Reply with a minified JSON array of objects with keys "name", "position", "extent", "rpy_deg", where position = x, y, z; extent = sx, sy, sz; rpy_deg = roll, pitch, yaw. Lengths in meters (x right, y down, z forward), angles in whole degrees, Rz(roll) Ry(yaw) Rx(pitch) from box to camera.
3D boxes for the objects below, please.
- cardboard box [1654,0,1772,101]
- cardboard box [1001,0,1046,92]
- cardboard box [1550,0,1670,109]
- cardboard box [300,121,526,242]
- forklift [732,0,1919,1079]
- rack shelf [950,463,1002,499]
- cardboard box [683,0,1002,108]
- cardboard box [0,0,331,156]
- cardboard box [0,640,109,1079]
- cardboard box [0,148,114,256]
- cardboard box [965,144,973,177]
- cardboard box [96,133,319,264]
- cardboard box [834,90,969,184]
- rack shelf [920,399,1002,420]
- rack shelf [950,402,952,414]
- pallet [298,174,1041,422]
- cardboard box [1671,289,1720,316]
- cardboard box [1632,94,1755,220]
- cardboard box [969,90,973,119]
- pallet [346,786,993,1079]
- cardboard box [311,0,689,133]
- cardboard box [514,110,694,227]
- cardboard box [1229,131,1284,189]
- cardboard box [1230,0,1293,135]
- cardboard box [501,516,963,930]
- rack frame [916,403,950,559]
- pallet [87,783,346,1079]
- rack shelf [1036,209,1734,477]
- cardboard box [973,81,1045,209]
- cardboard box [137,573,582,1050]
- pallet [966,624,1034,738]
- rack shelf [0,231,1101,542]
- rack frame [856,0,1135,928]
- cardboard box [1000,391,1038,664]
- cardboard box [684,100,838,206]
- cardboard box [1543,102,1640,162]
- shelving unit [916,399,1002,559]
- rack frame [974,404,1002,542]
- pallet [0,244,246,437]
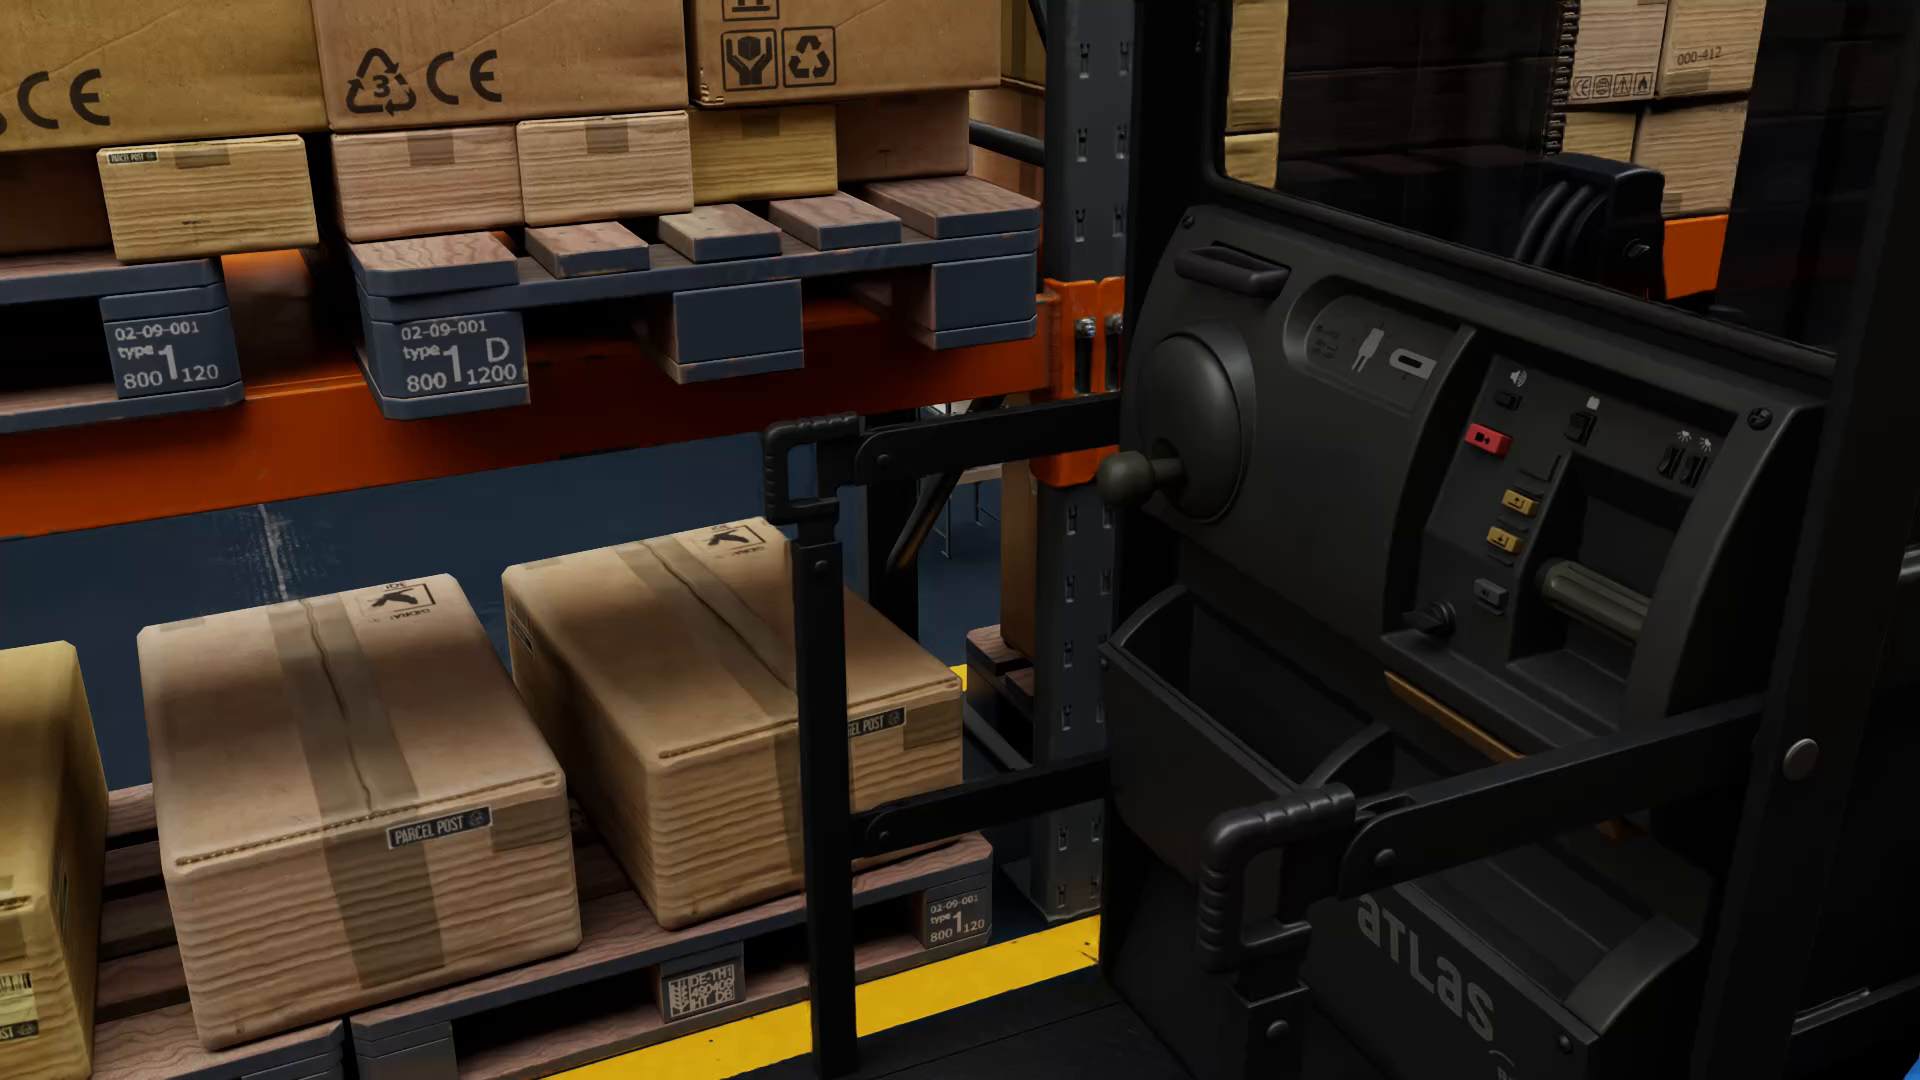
[{"name":"cardboard box","position":[1.505,-1.110,3.552],"extent":[0.500,0.250,0.500],"rpy_deg":[-11,25,-24]},{"name":"cardboard box","position":[0.347,-1.115,3.565],"extent":[0.500,0.250,0.500],"rpy_deg":[-11,25,-24]},{"name":"cardboard box","position":[1.051,-1.032,3.363],"extent":[0.500,0.250,0.500],"rpy_deg":[-10,24,-22]},{"name":"cardboard box","position":[-0.821,-0.563,2.466],"extent":[0.250,0.149,0.380],"rpy_deg":[-12,25,-26]},{"name":"forklift","position":[0.267,-0.116,1.699],"extent":[3.031,2.935,1.130],"rpy_deg":[-10,25,-23]},{"name":"rack shelf","position":[0.007,-0.220,5.163],"extent":[0.200,0.077,0.258],"rpy_deg":[-10,25,-24]},{"name":"cardboard box","position":[-0.268,-0.992,2.656],"extent":[0.500,0.500,0.500],"rpy_deg":[-11,25,-25]},{"name":"cardboard box","position":[-1.184,-0.818,2.237],"extent":[0.500,0.500,0.500],"rpy_deg":[-12,25,-27]},{"name":"cardboard box","position":[-1.840,0.574,2.829],"extent":[0.625,0.372,0.950],"rpy_deg":[-10,24,-22]},{"name":"cardboard box","position":[-1.344,-0.514,2.349],"extent":[0.250,0.149,0.380],"rpy_deg":[-10,25,-23]},{"name":"cardboard box","position":[-0.097,-1.799,8.394],"extent":[0.500,0.500,0.500],"rpy_deg":[-11,25,-25]},{"name":"cardboard box","position":[-1.063,-0.512,2.344],"extent":[0.250,0.149,0.380],"rpy_deg":[-10,24,-23]},{"name":"cardboard box","position":[-0.173,-0.728,2.867],"extent":[0.250,0.149,0.380],"rpy_deg":[-9,24,-22]},{"name":"rack shelf","position":[0.007,-0.386,5.094],"extent":[0.200,0.077,0.258],"rpy_deg":[-10,25,-24]},{"name":"rack shelf","position":[0.007,-0.469,5.059],"extent":[0.200,0.077,0.258],"rpy_deg":[-10,25,-24]},{"name":"pallet","position":[-0.575,-0.542,2.889],"extent":[1.003,0.211,1.213],"rpy_deg":[-10,25,-24]},{"name":"cardboard box","position":[1.485,-0.230,4.114],"extent":[0.875,0.875,0.875],"rpy_deg":[-10,25,-23]},{"name":"cardboard box","position":[1.501,-0.887,3.667],"extent":[0.500,0.250,0.500],"rpy_deg":[-10,24,-22]},{"name":"cardboard box","position":[-0.114,-2.140,8.237],"extent":[0.500,0.250,0.500],"rpy_deg":[-12,25,-26]},{"name":"pallet","position":[-0.684,0.632,3.448],"extent":[1.213,0.211,1.003],"rpy_deg":[-10,25,-24]},{"name":"cardboard box","position":[-0.729,-0.903,2.440],"extent":[0.500,0.500,0.500],"rpy_deg":[-11,25,-24]},{"name":"cardboard box","position":[-0.590,-0.602,2.561],"extent":[0.250,0.149,0.380],"rpy_deg":[-11,25,-24]},{"name":"cardboard box","position":[0.571,-0.711,3.241],"extent":[0.500,0.250,0.500],"rpy_deg":[-11,25,-25]},{"name":"cardboard box","position":[0.584,-0.946,3.157],"extent":[0.500,0.250,0.500],"rpy_deg":[-11,25,-24]},{"name":"cardboard box","position":[-0.493,0.325,3.430],"extent":[0.625,0.372,0.950],"rpy_deg":[-12,25,-27]},{"name":"rack frame","position":[-0.084,-0.400,5.040],"extent":[0.006,0.900,0.240],"rpy_deg":[-10,25,-24]},{"name":"pallet","position":[-1.782,0.833,2.962],"extent":[1.213,0.211,1.003],"rpy_deg":[-10,25,-24]},{"name":"rack shelf","position":[1.823,-0.785,4.165],"extent":[4.000,0.370,1.077],"rpy_deg":[-10,25,-24]},{"name":"cardboard box","position":[0.364,-0.890,3.674],"extent":[0.500,0.250,0.500],"rpy_deg":[-11,25,-25]},{"name":"cardboard box","position":[-1.154,0.450,3.128],"extent":[0.625,0.372,0.950],"rpy_deg":[-11,25,-25]},{"name":"pallet","position":[0.764,0.398,4.013],"extent":[1.213,0.211,1.003],"rpy_deg":[-10,25,-24]},{"name":"rack shelf","position":[-1.781,-0.122,2.562],"extent":[4.000,0.370,1.077],"rpy_deg":[-10,25,-24]},{"name":"rack frame","position":[0.021,-0.786,3.226],"extent":[0.127,3.000,1.000],"rpy_deg":[-10,25,-24]},{"name":"cardboard box","position":[0.679,-0.084,3.760],"extent":[0.875,0.875,0.875],"rpy_deg":[-11,25,-24]},{"name":"cardboard box","position":[-0.383,-0.659,2.699],"extent":[0.250,0.149,0.380],"rpy_deg":[-10,25,-23]},{"name":"cardboard box","position":[1.026,-0.802,3.462],"extent":[0.500,0.250,0.500],"rpy_deg":[-11,25,-25]},{"name":"shelving unit","position":[0.007,-0.417,5.081],"extent":[0.210,0.900,0.258],"rpy_deg":[-10,25,-24]},{"name":"rack frame","position":[0.099,-0.434,5.122],"extent":[0.006,0.900,0.240],"rpy_deg":[-10,25,-24]},{"name":"pallet","position":[-1.745,-0.355,2.435],"extent":[1.213,0.211,1.003],"rpy_deg":[-10,25,-24]}]
